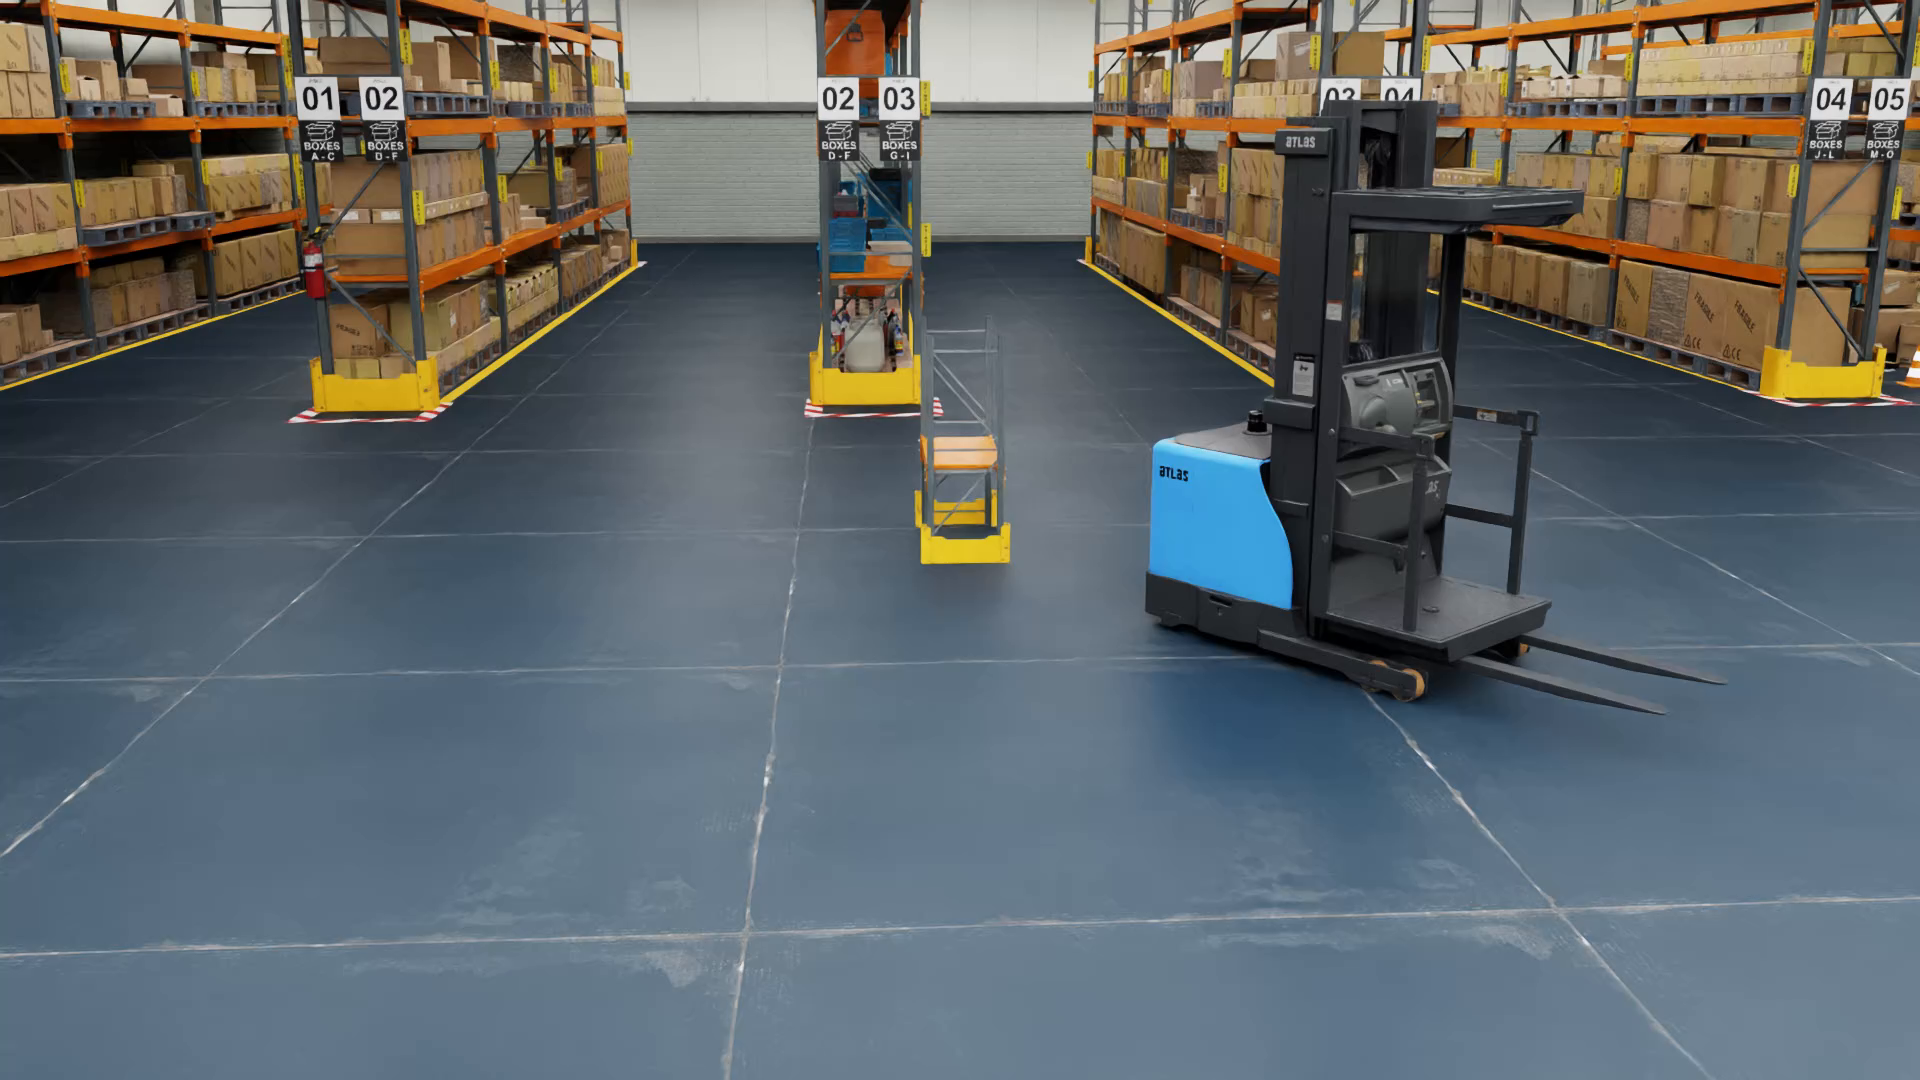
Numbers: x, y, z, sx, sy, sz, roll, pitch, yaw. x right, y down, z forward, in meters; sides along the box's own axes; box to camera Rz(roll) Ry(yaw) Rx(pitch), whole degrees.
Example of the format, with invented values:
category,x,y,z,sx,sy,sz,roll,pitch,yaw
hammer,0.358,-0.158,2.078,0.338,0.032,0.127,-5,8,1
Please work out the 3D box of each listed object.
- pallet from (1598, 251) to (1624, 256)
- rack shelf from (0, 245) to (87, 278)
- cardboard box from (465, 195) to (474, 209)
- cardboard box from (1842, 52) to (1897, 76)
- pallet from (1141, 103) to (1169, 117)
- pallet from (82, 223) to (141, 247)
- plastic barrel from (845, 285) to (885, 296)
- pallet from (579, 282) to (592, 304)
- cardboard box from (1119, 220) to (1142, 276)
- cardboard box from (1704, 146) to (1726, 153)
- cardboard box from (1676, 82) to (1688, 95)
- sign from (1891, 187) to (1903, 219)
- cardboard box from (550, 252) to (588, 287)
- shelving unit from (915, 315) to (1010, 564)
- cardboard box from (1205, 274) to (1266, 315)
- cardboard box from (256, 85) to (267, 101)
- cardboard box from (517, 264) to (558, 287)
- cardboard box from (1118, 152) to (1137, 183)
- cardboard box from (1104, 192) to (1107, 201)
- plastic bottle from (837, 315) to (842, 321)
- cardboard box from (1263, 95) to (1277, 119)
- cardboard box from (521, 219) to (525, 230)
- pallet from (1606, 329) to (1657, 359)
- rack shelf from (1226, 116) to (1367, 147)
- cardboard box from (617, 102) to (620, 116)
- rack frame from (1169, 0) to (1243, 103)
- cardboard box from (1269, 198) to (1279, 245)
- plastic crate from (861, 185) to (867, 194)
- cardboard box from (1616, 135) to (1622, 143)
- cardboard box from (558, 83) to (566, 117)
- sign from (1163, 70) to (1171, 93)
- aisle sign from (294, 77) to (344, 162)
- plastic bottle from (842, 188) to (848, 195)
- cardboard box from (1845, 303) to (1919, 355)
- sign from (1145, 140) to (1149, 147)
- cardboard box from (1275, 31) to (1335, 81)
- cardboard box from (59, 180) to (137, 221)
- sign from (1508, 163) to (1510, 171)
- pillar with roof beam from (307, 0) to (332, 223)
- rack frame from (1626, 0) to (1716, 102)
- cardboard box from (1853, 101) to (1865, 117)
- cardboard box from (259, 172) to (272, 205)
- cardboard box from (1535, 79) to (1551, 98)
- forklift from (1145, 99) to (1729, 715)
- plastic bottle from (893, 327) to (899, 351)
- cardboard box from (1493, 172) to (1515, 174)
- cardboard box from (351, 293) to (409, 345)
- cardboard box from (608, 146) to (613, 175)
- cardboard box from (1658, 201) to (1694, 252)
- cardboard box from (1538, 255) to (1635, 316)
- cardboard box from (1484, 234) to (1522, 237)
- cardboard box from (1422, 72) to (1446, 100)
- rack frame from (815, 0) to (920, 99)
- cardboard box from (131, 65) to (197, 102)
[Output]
category,x,y,z,sx,sy,sz,roll,pitch,yaw
pallet,13.083,-5.513,32.529,1.003,0.211,1.213,-1,14,-3
rack shelf,-10.900,-2.848,18.021,1.077,0.370,4.000,-1,14,-3
cardboard box,-5.800,-3.878,19.076,0.380,0.149,0.250,-1,14,-4
cardboard box,9.239,-4.880,17.115,0.500,0.250,0.500,-1,14,-4
pallet,3.395,-6.717,25.972,1.003,0.211,1.213,0,14,-1
pallet,-10.926,-3.794,20.636,1.003,0.211,1.213,-1,14,-3
plastic barrel,-1.431,-4.116,25.015,0.600,0.830,0.708,-1,14,-3
pallet,-6.409,-3.905,26.280,1.003,0.211,1.213,-1,14,-3
cardboard box,3.372,-4.929,28.084,1.225,0.875,0.875,-1,14,-3
cardboard box,12.943,-6.485,28.504,0.500,0.500,0.500,-1,14,-3
cardboard box,8.513,-5.209,19.193,0.380,0.149,0.250,-1,14,-4
sign,9.567,-3.445,16.999,0.100,0.325,0.005,-1,14,-3
cardboard box,-6.172,-4.271,26.240,0.500,0.500,0.500,-1,14,-5
shelving unit,0.005,-0.707,11.266,0.587,1.500,1.083,-1,14,-3
cardboard box,3.745,-3.337,22.610,0.700,0.500,0.500,-2,15,-8
cardboard box,-11.796,-7.482,27.825,0.500,0.250,0.500,-1,14,-3
cardboard box,-6.049,-3.783,23.761,0.500,0.311,0.500,-1,14,-2
cardboard box,3.017,-6.458,28.805,0.500,0.500,0.500,0,14,-2
cardboard box,2.854,-6.310,30.537,0.380,0.149,0.250,-1,14,-5
plastic bottle,-1.506,-2.575,20.098,0.152,0.276,0.135,0,14,-1
cardboard box,3.679,-4.802,18.450,0.500,0.250,0.500,-1,14,-4
cardboard box,-6.192,-4.328,22.834,0.380,0.149,0.250,0,14,1
pallet,8.733,-2.434,20.564,1.003,0.211,1.213,-1,14,-3
rack shelf,3.932,-4.531,18.539,1.077,0.370,4.000,-1,14,-3
cardboard box,-6.508,-7.888,30.445,0.500,0.250,0.500,-1,14,-3
rack frame,3.560,-7.824,23.875,1.000,3.000,0.127,-1,14,-3
cardboard box,3.910,-3.506,18.335,0.875,0.500,0.500,-1,14,-3
plastic crate,-1.542,-6.191,29.686,0.437,0.282,0.530,-1,14,-3
cardboard box,12.724,-7.620,31.612,0.380,0.149,0.250,-1,14,-5
cardboard box,-6.452,-6.632,25.061,0.910,0.500,0.500,-1,14,-3
sign,3.005,-6.653,24.149,0.100,0.325,0.005,-1,14,-3
aisle sign,-6.121,-4.015,15.894,0.394,0.787,0.004,-1,14,-3
plastic bottle,-1.931,-5.710,27.799,0.144,0.351,0.185,-1,14,-3
cardboard box,11.245,-2.569,20.228,0.797,0.637,0.503,-1,14,-3
sign,3.607,-7.588,32.201,0.100,0.325,0.005,-1,14,-3
cardboard box,3.707,-5.198,17.887,0.500,0.500,0.500,-1,14,-3
cardboard box,-11.121,-4.385,21.466,0.700,0.500,0.500,1,14,4
sign,12.531,-8.608,38.421,0.327,0.218,0.001,-1,14,-3
pillar with roof beam,-8.501,-10.309,33.532,9.100,9.000,0.400,-1,14,-3
rack frame,8.764,-6.880,20.208,1.000,3.000,0.127,-1,14,-3
cardboard box,13.317,-6.315,24.299,0.396,0.266,0.258,-1,14,-3
cardboard box,-11.175,-5.523,26.136,0.500,0.500,0.500,-1,14,-3
cardboard box,8.373,-6.294,23.205,0.500,0.250,0.500,0,14,-2
forklift,2.435,-0.748,8.553,1.130,2.935,3.031,-13,19,-41
plastic bottle,-0.717,-2.310,19.077,0.097,0.271,0.097,0,14,0
cardboard box,8.617,-5.719,26.200,0.380,0.149,0.250,0,14,-1
cardboard box,-6.239,-2.389,17.962,0.500,0.500,0.500,-1,14,-3
cardboard box,-6.388,-6.672,29.229,0.500,0.500,0.500,-1,14,-5
cardboard box,8.772,-3.684,19.522,0.875,0.550,0.550,-1,14,-3
cardboard box,8.580,-3.482,22.711,1.050,0.750,0.750,-1,14,-3
cardboard box,8.666,-4.750,26.638,0.500,0.250,0.500,-1,14,-3
cardboard box,8.183,-7.573,27.877,0.700,0.500,0.500,-1,14,-3
rack frame,-0.888,-5.758,15.845,1.000,3.000,0.127,-1,14,-3
cardboard box,-11.358,-6.521,23.746,0.700,0.500,0.500,-2,15,-8
